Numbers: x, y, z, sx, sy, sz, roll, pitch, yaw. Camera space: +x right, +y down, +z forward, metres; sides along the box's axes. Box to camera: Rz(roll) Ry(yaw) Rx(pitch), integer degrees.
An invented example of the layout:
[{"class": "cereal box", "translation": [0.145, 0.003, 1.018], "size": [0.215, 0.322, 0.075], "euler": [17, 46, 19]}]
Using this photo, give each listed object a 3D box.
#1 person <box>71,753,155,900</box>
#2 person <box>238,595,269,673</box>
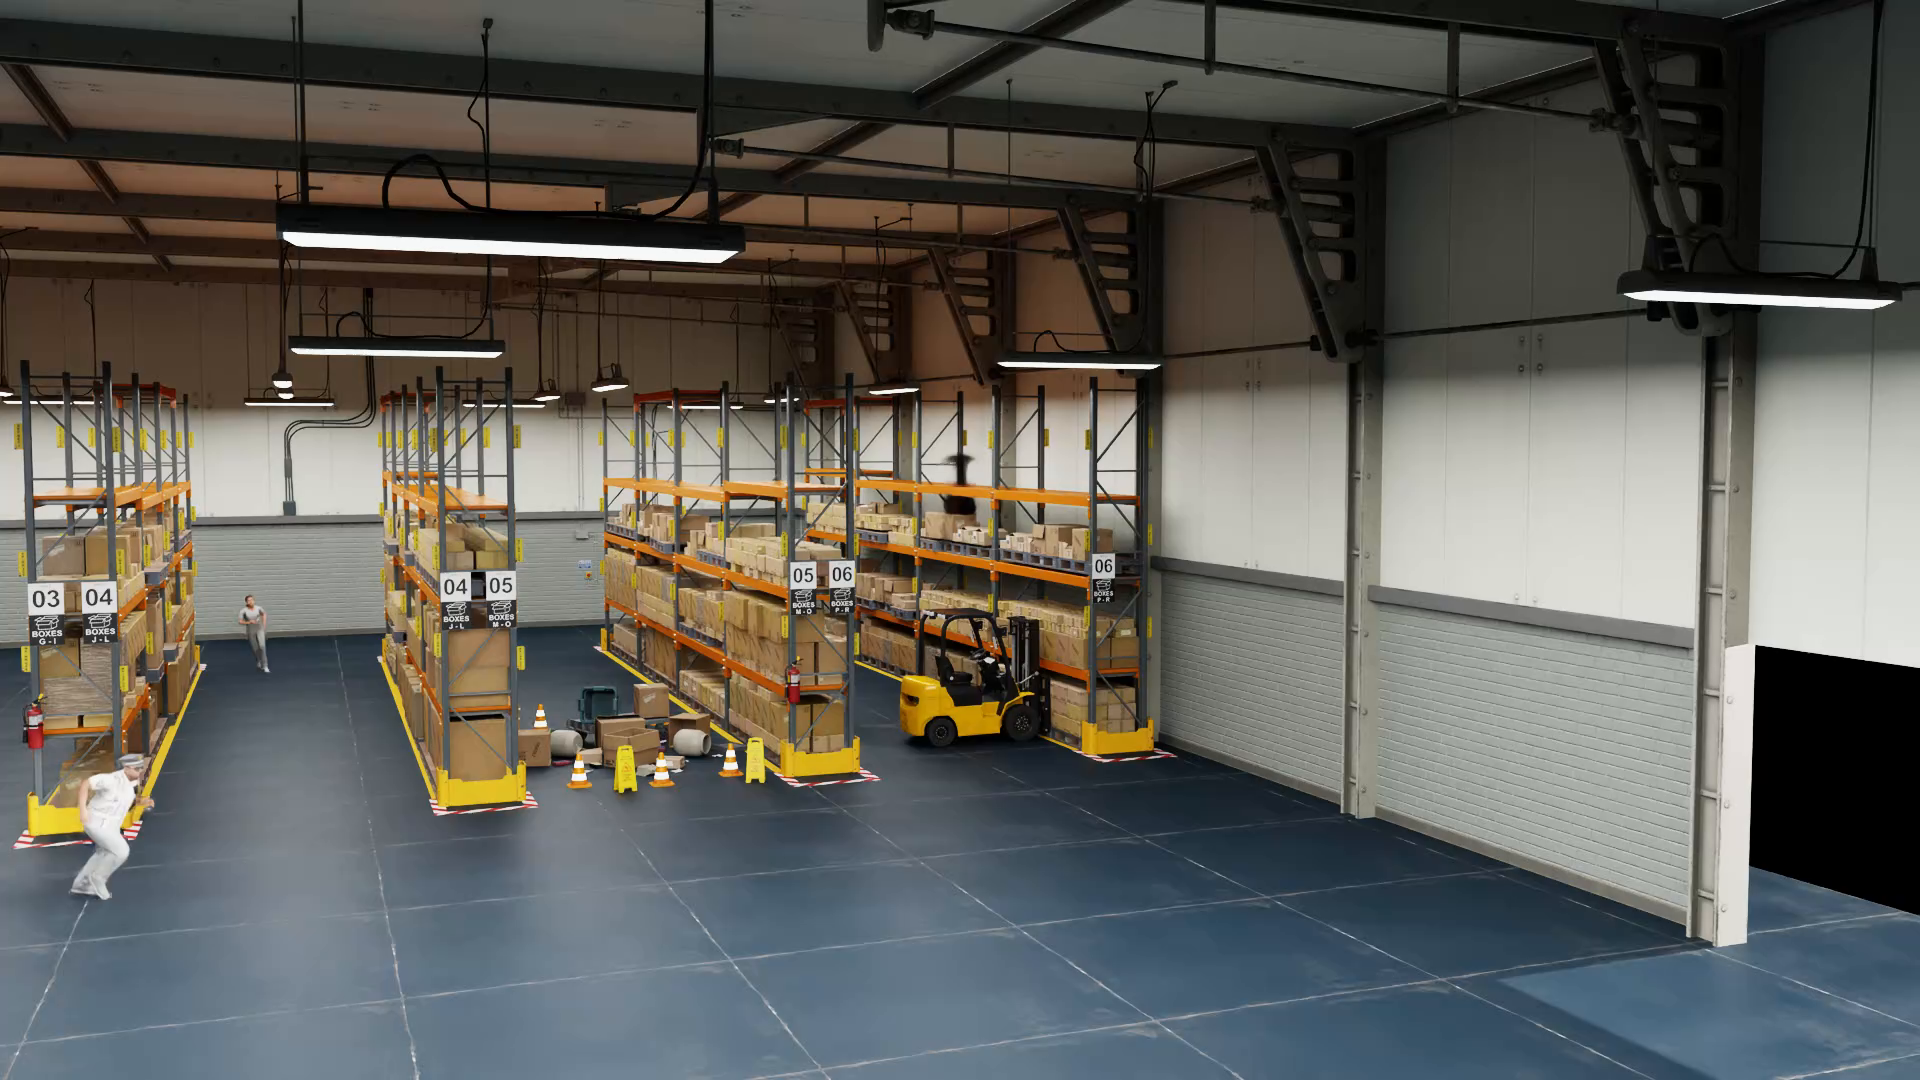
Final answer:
[{"class": "person", "translation": [-9.259, 3.122, 18.064], "size": [0.968, 1.611, 0.706], "euler": [0, 3, 6]}, {"class": "person", "translation": [-15.317, 2.021, 36.013], "size": [0.581, 1.664, 0.919], "euler": [-2, 4, -30]}]
